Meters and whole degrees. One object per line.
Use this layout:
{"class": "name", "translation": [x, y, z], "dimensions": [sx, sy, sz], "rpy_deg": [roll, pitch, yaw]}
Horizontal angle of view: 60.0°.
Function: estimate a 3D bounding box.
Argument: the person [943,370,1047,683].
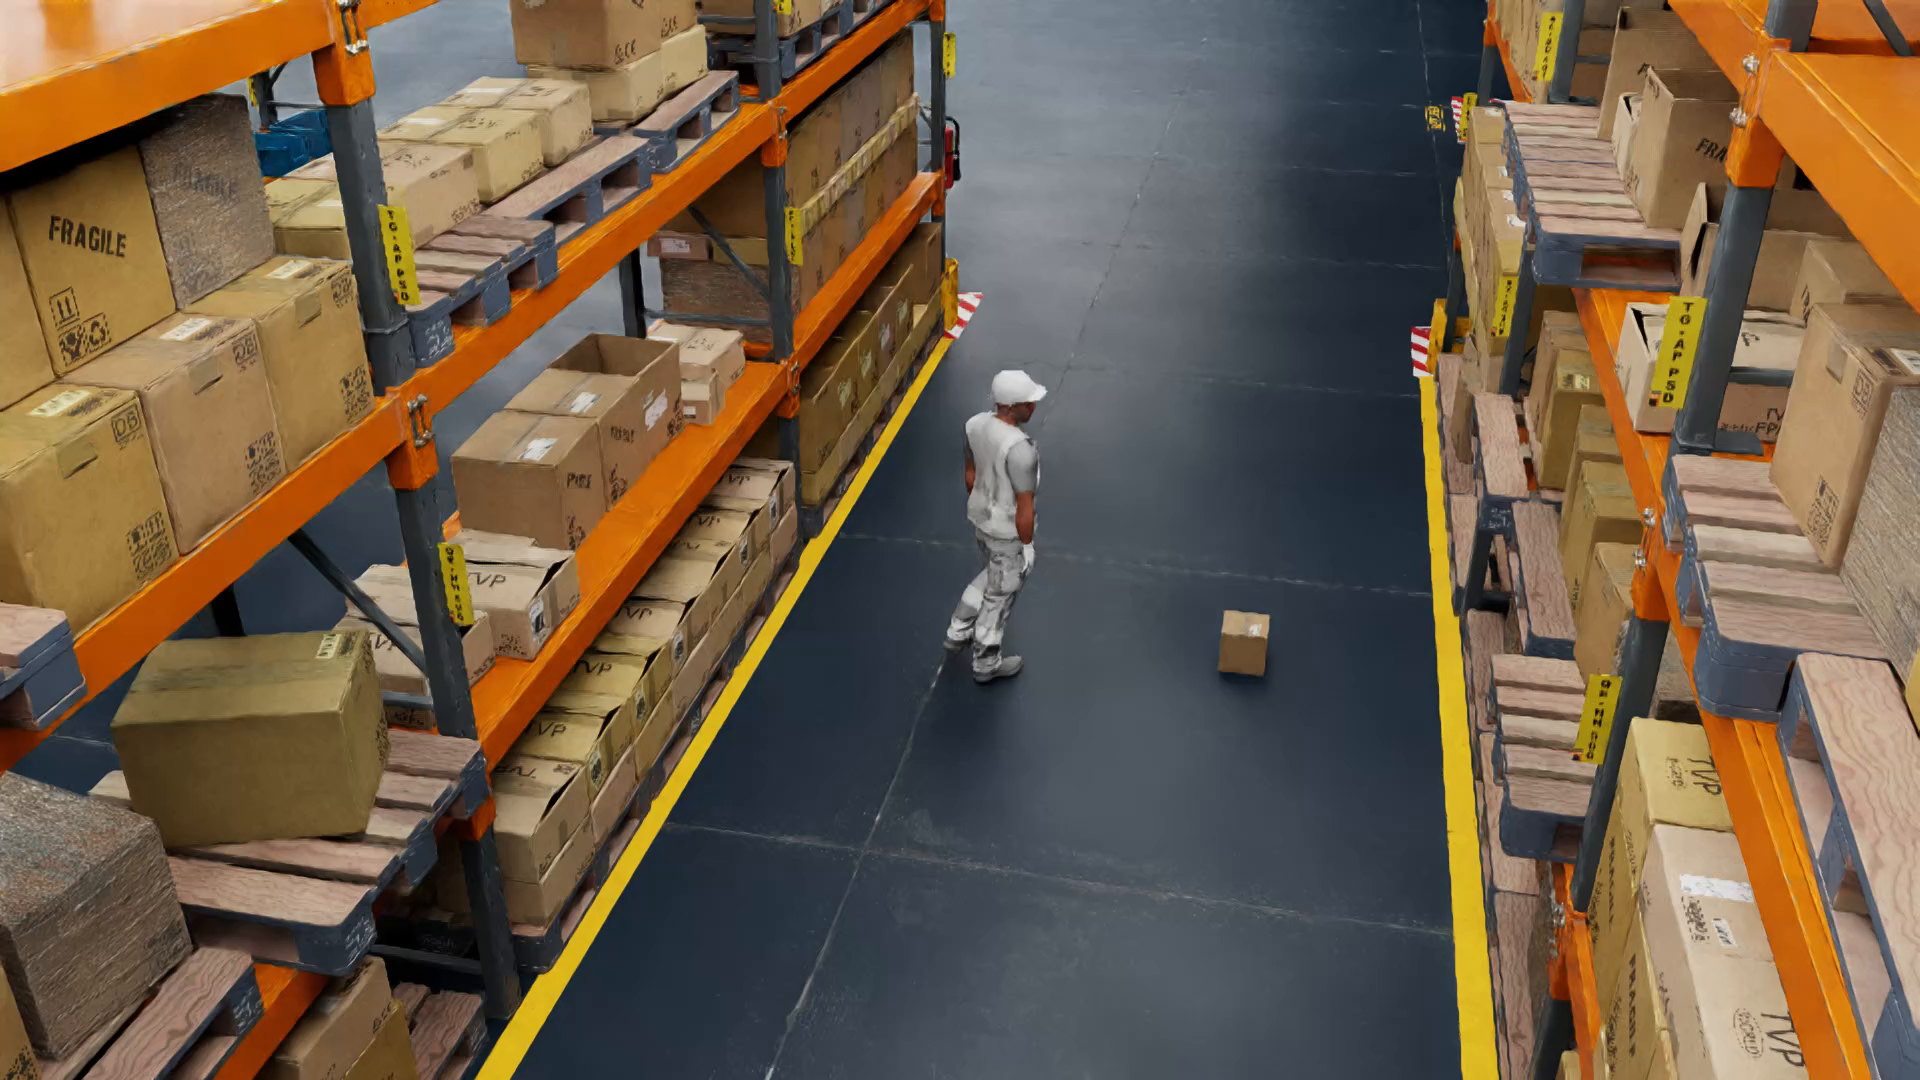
{"class": "person", "translation": [0.190, -0.063, 8.689], "dimensions": [0.449, 1.785, 0.633], "rpy_deg": [-17, 33, -28]}
